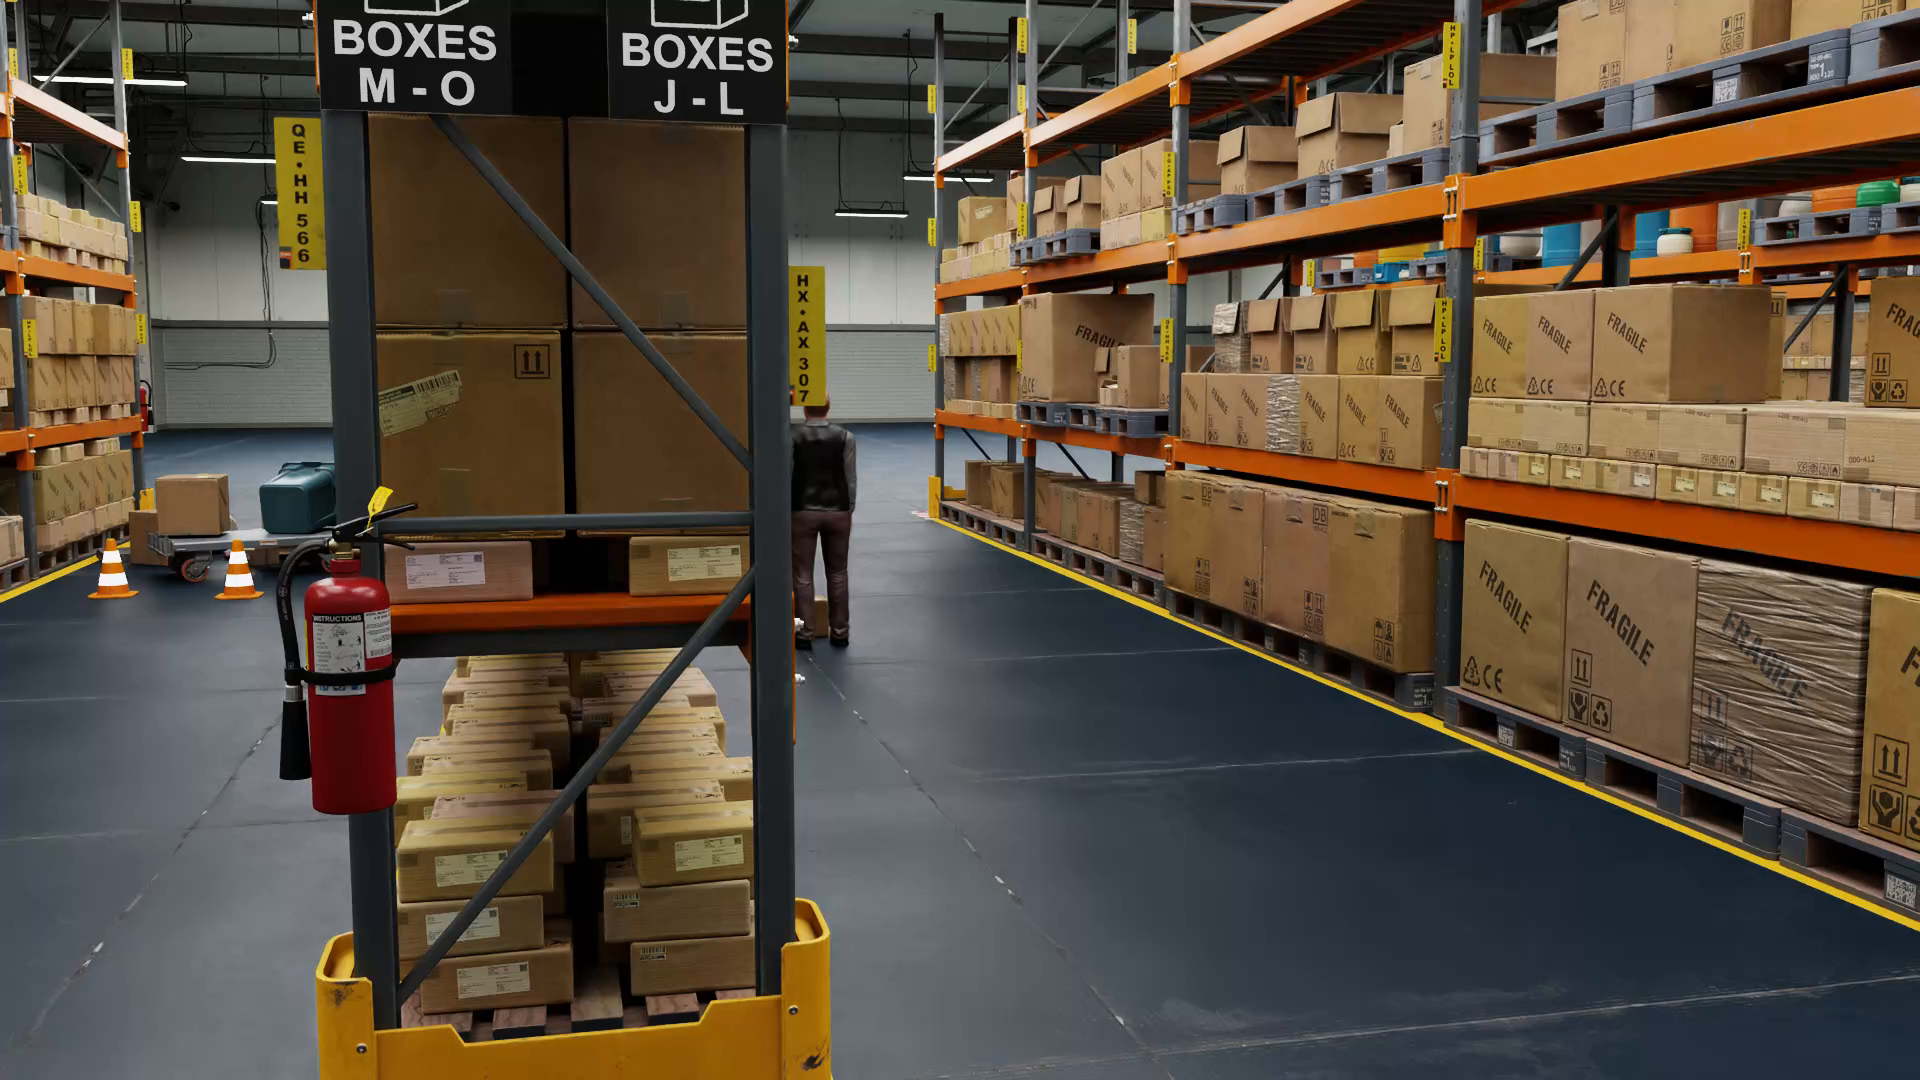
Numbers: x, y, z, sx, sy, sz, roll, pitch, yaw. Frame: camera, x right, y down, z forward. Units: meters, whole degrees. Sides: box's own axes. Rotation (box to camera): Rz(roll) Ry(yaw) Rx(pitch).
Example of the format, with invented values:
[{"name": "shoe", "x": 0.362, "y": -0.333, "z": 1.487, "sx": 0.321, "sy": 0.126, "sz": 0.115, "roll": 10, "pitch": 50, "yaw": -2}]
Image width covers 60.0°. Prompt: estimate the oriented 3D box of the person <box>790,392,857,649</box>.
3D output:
[{"name": "person", "x": -0.952, "y": -0.103, "z": 11.003, "sx": 0.532, "sy": 1.633, "sz": 0.357, "roll": -1, "pitch": 6, "yaw": -12}]
